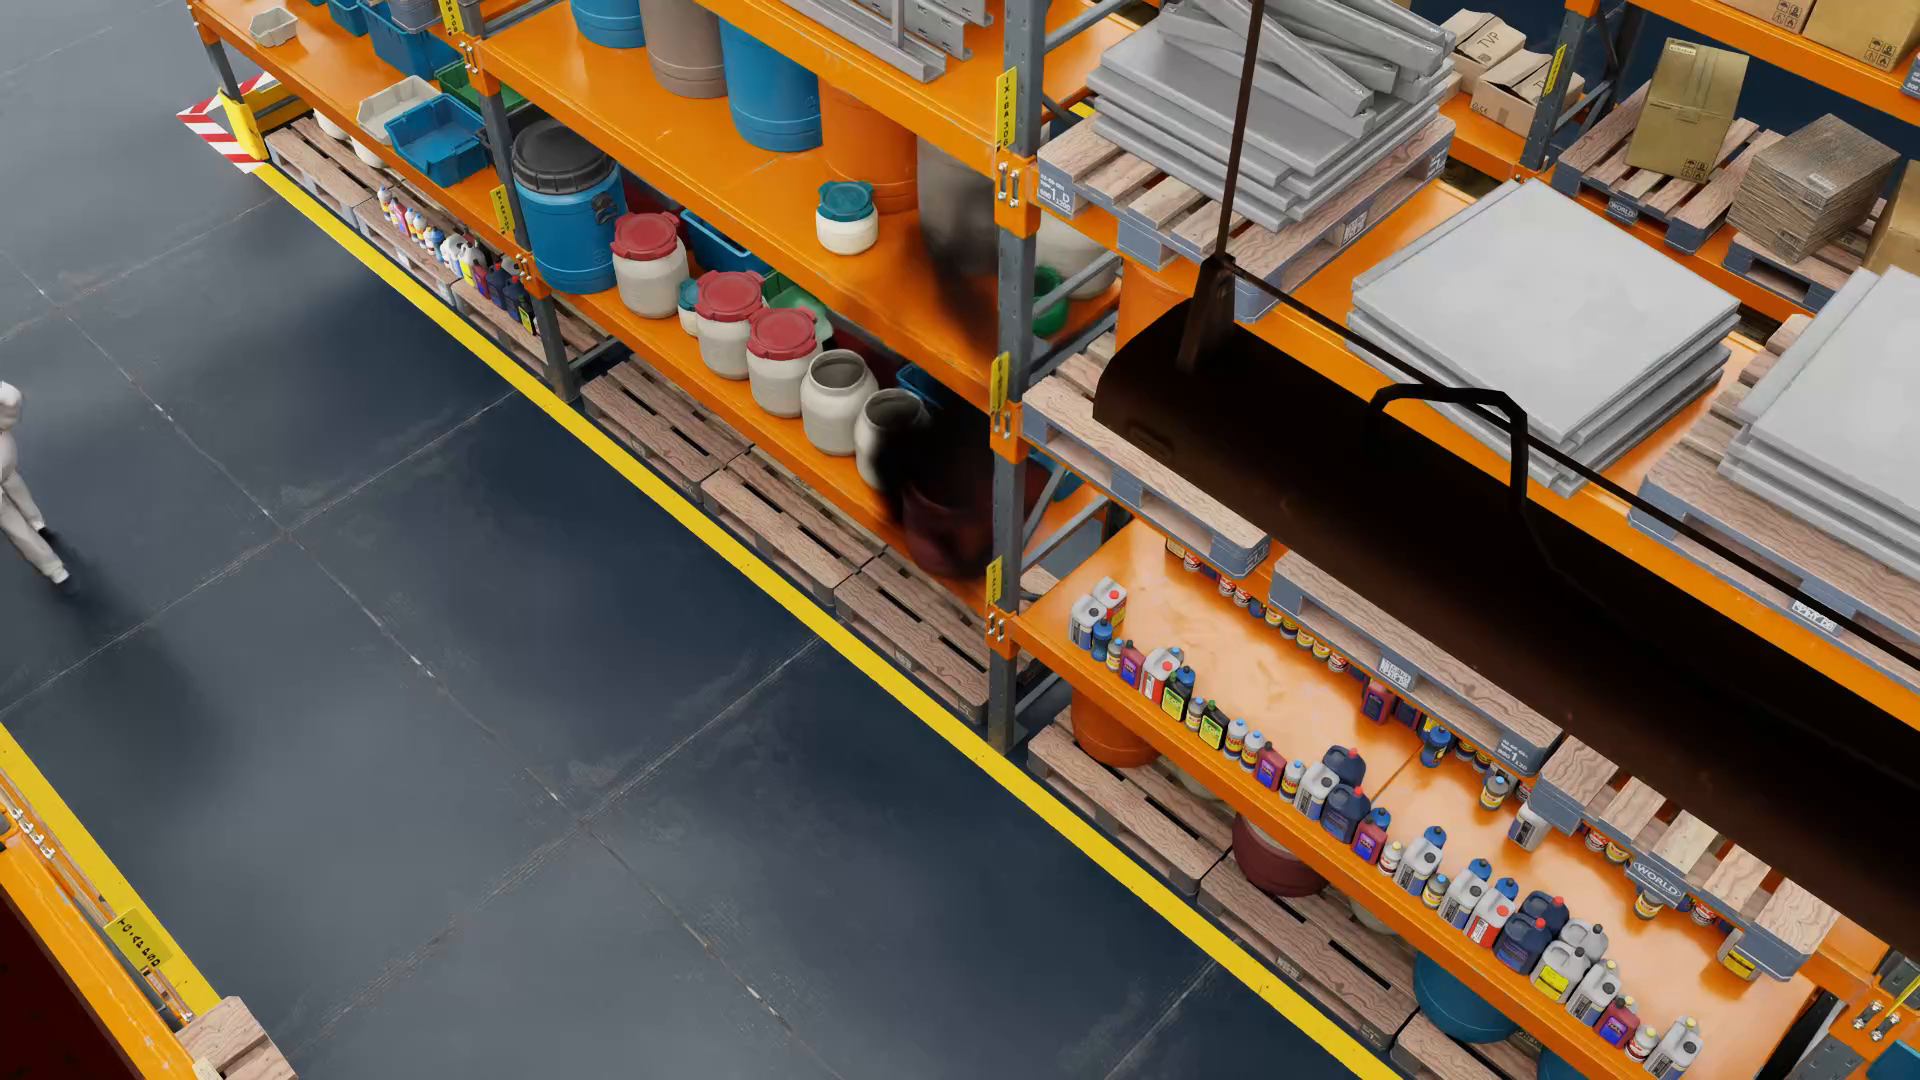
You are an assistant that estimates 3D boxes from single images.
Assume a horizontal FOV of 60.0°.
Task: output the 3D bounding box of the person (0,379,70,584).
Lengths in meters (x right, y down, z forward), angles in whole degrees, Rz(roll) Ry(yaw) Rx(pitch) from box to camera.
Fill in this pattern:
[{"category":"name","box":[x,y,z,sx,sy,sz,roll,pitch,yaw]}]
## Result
[{"category":"person","box":[-5.671,-0.451,9.616,0.882,1.850,0.688,33,57,24]}]
